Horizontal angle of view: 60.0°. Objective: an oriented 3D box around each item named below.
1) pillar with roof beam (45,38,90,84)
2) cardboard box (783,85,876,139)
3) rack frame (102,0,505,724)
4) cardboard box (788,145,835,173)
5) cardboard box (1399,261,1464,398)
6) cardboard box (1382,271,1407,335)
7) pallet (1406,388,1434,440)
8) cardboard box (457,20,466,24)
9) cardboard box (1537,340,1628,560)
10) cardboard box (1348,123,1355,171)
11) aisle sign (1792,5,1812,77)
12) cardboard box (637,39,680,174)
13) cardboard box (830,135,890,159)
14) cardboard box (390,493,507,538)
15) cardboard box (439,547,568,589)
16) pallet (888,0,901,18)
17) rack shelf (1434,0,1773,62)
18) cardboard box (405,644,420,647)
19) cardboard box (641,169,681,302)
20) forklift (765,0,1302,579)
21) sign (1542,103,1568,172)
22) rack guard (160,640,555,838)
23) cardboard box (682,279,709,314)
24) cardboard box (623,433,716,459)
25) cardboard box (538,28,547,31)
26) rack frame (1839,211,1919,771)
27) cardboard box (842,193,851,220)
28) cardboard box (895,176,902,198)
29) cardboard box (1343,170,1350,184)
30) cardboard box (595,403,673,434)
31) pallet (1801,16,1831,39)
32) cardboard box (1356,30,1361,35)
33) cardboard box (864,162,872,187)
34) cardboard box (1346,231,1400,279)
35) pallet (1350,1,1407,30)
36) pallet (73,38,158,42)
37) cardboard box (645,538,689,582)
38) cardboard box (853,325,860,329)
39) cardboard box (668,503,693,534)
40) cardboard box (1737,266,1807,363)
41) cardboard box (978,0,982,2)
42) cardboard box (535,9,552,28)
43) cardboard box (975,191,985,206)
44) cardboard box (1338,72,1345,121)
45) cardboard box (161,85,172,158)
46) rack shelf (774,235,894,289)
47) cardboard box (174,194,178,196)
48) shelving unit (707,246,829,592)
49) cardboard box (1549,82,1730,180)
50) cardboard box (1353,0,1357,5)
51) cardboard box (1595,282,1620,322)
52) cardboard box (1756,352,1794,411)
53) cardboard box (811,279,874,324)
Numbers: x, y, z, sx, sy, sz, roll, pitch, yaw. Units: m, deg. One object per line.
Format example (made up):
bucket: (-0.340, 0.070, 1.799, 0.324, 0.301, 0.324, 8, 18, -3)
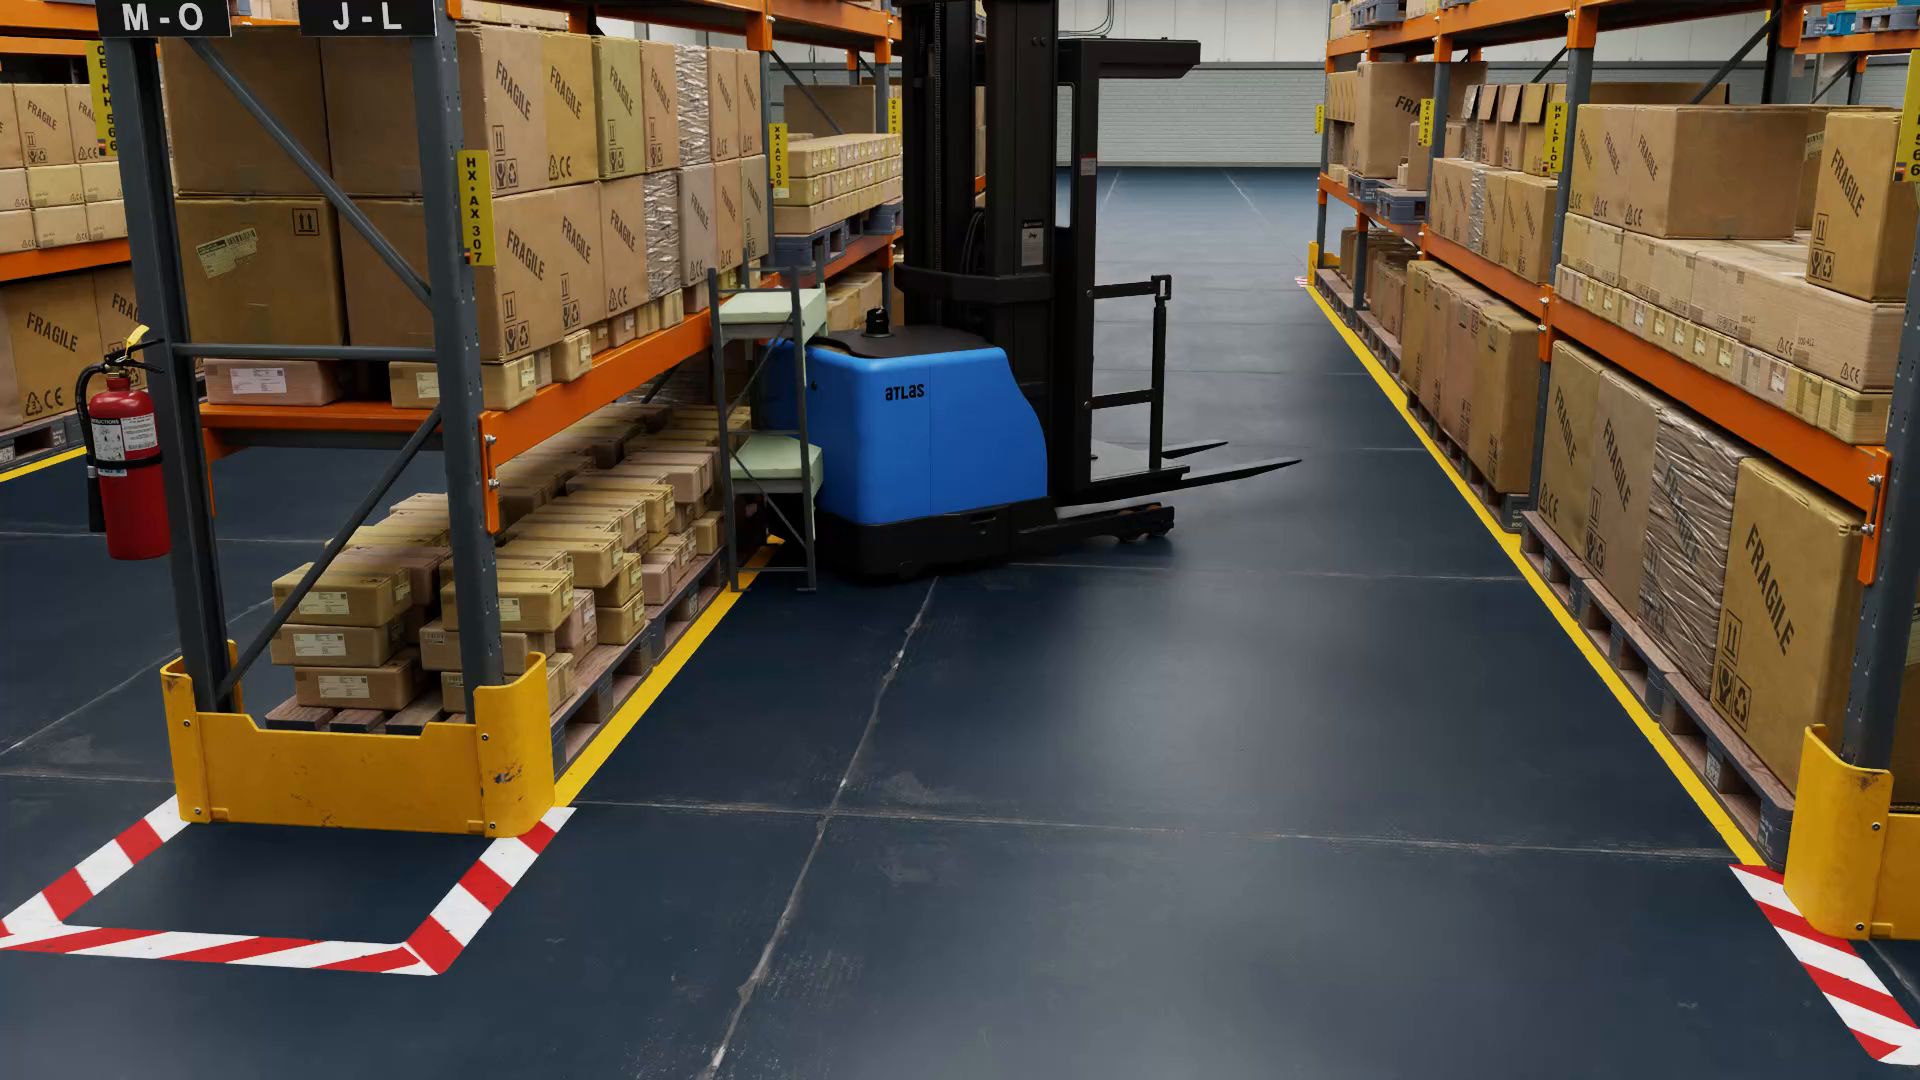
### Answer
pillar with roof beam: (-6.689, -7.584, 19.469, 9.100, 9.000, 0.400, 2, 15, 6)
cardboard box: (-0.972, -3.276, 12.924, 0.700, 0.500, 0.500, 2, 15, 6)
rack frame: (-1.936, -0.554, 4.965, 1.000, 3.000, 0.127, 2, 15, 6)
cardboard box: (-0.926, -2.188, 9.543, 0.380, 0.149, 0.250, 2, 15, 7)
cardboard box: (3.785, -1.455, 11.564, 1.225, 0.875, 0.875, 1, 15, 4)
cardboard box: (4.109, -2.073, 14.528, 0.700, 0.500, 0.500, 0, 15, 1)
pallet: (3.720, -0.908, 11.617, 1.003, 0.211, 1.213, 2, 15, 6)
cardboard box: (-5.230, -5.187, 16.834, 0.380, 0.149, 0.250, 1, 15, 5)
cardboard box: (3.279, -0.428, 7.762, 0.875, 0.875, 0.875, 2, 15, 6)
cardboard box: (4.495, -4.062, 17.177, 0.875, 0.500, 0.500, 2, 15, 6)
aisle sign: (9.425, -5.668, 18.896, 0.394, 0.787, 0.004, 2, 15, 6)
cardboard box: (-1.436, -1.735, 6.654, 0.500, 0.500, 0.500, 1, 15, 4)
cardboard box: (-0.693, -2.724, 11.527, 0.380, 0.149, 0.250, 2, 15, 8)
cardboard box: (-2.072, -0.084, 6.742, 0.380, 0.149, 0.250, 2, 15, 8)
cardboard box: (-1.627, 0.131, 5.948, 0.380, 0.149, 0.250, 2, 15, 7)
pallet: (-1.013, -4.154, 12.895, 1.213, 0.211, 1.003, 2, 15, 9)
rack shelf: (3.658, -3.039, 9.785, 1.077, 0.370, 4.000, 2, 15, 6)
cardboard box: (-2.155, 0.407, 6.067, 0.380, 0.149, 0.250, 2, 15, 8)
cardboard box: (-1.456, -1.253, 6.788, 0.500, 0.500, 0.500, 1, 15, 5)
forklift: (0.520, -1.507, 8.621, 3.031, 2.935, 1.130, -10, 18, -33)
sign: (2.892, -1.953, 8.073, 0.100, 0.325, 0.005, 2, 15, 6)
rack guard: (-1.927, 0.633, 5.364, 1.175, 0.500, 0.348, 2, 15, 6)
cardboard box: (-1.349, -1.114, 7.518, 0.380, 0.149, 0.250, 1, 15, 4)
cardboard box: (-1.383, -0.408, 7.942, 0.380, 0.149, 0.250, 2, 15, 8)
cardboard box: (-4.957, -5.786, 19.049, 0.380, 0.149, 0.250, 2, 15, 6)
rack frame: (2.981, -0.382, 4.328, 1.000, 3.000, 0.127, 2, 15, 6)
cardboard box: (-0.867, -2.030, 10.098, 0.380, 0.149, 0.250, 1, 15, 4)
cardboard box: (-0.632, -2.569, 12.093, 0.380, 0.149, 0.250, 2, 15, 7)
cardboard box: (4.251, -3.826, 17.546, 0.380, 0.149, 0.250, 2, 15, 6)
cardboard box: (-1.729, -0.622, 8.733, 0.380, 0.149, 0.250, 2, 15, 9)
pallet: (9.518, -5.531, 17.985, 1.003, 0.211, 1.213, 2, 15, 6)
cardboard box: (4.197, -5.131, 16.431, 0.500, 0.250, 0.500, 2, 15, 8)
cardboard box: (-0.780, -2.378, 10.816, 0.380, 0.149, 0.250, 2, 15, 8)
cardboard box: (4.666, -3.210, 18.772, 0.500, 0.500, 0.500, 6, 16, 21)
pallet: (4.160, -4.695, 14.890, 1.213, 0.211, 1.003, 2, 15, 6)
pallet: (-10.098, -6.191, 20.236, 1.003, 0.211, 1.213, 2, 15, 6)
cardboard box: (-1.397, 0.091, 7.235, 0.380, 0.149, 0.250, 2, 15, 6)
cardboard box: (-0.953, -1.175, 11.243, 0.500, 0.500, 0.500, 1, 15, 4)
cardboard box: (-1.420, -0.132, 7.492, 0.380, 0.149, 0.250, 1, 15, 4)
cardboard box: (2.830, -0.718, 5.289, 0.500, 0.250, 0.500, 1, 15, 5)
cardboard box: (-0.023, -6.079, 18.372, 0.500, 0.250, 0.500, 2, 15, 6)
cardboard box: (-4.962, -5.937, 18.842, 0.500, 0.250, 0.500, 2, 15, 8)
cardboard box: (-0.141, -3.703, 19.876, 0.875, 0.875, 0.875, 2, 15, 7)
cardboard box: (4.285, -4.682, 17.555, 0.500, 0.500, 0.500, 2, 15, 6)
cardboard box: (-5.811, -3.004, 11.919, 0.500, 0.500, 0.500, 2, 15, 7)
rack shelf: (-1.259, -1.763, 10.814, 1.077, 0.370, 4.000, 2, 15, 6)
cardboard box: (-5.804, -2.404, 12.095, 0.500, 0.250, 0.500, 2, 15, 7)
shelving unit: (-0.865, -0.588, 7.877, 0.431, 1.500, 0.755, -1, 17, 4)
cardboard box: (3.497, -2.118, 8.634, 0.797, 0.503, 0.637, 1, 15, 5)
cardboard box: (4.229, -5.497, 17.022, 0.380, 0.149, 0.250, 2, 15, 9)
cardboard box: (2.982, -1.026, 7.192, 0.380, 0.149, 0.250, 1, 15, 5)
cardboard box: (2.752, -0.495, 5.229, 0.380, 0.149, 0.250, 2, 15, 6)
cardboard box: (-0.896, -1.671, 11.642, 0.500, 0.250, 0.500, 2, 15, 7)
